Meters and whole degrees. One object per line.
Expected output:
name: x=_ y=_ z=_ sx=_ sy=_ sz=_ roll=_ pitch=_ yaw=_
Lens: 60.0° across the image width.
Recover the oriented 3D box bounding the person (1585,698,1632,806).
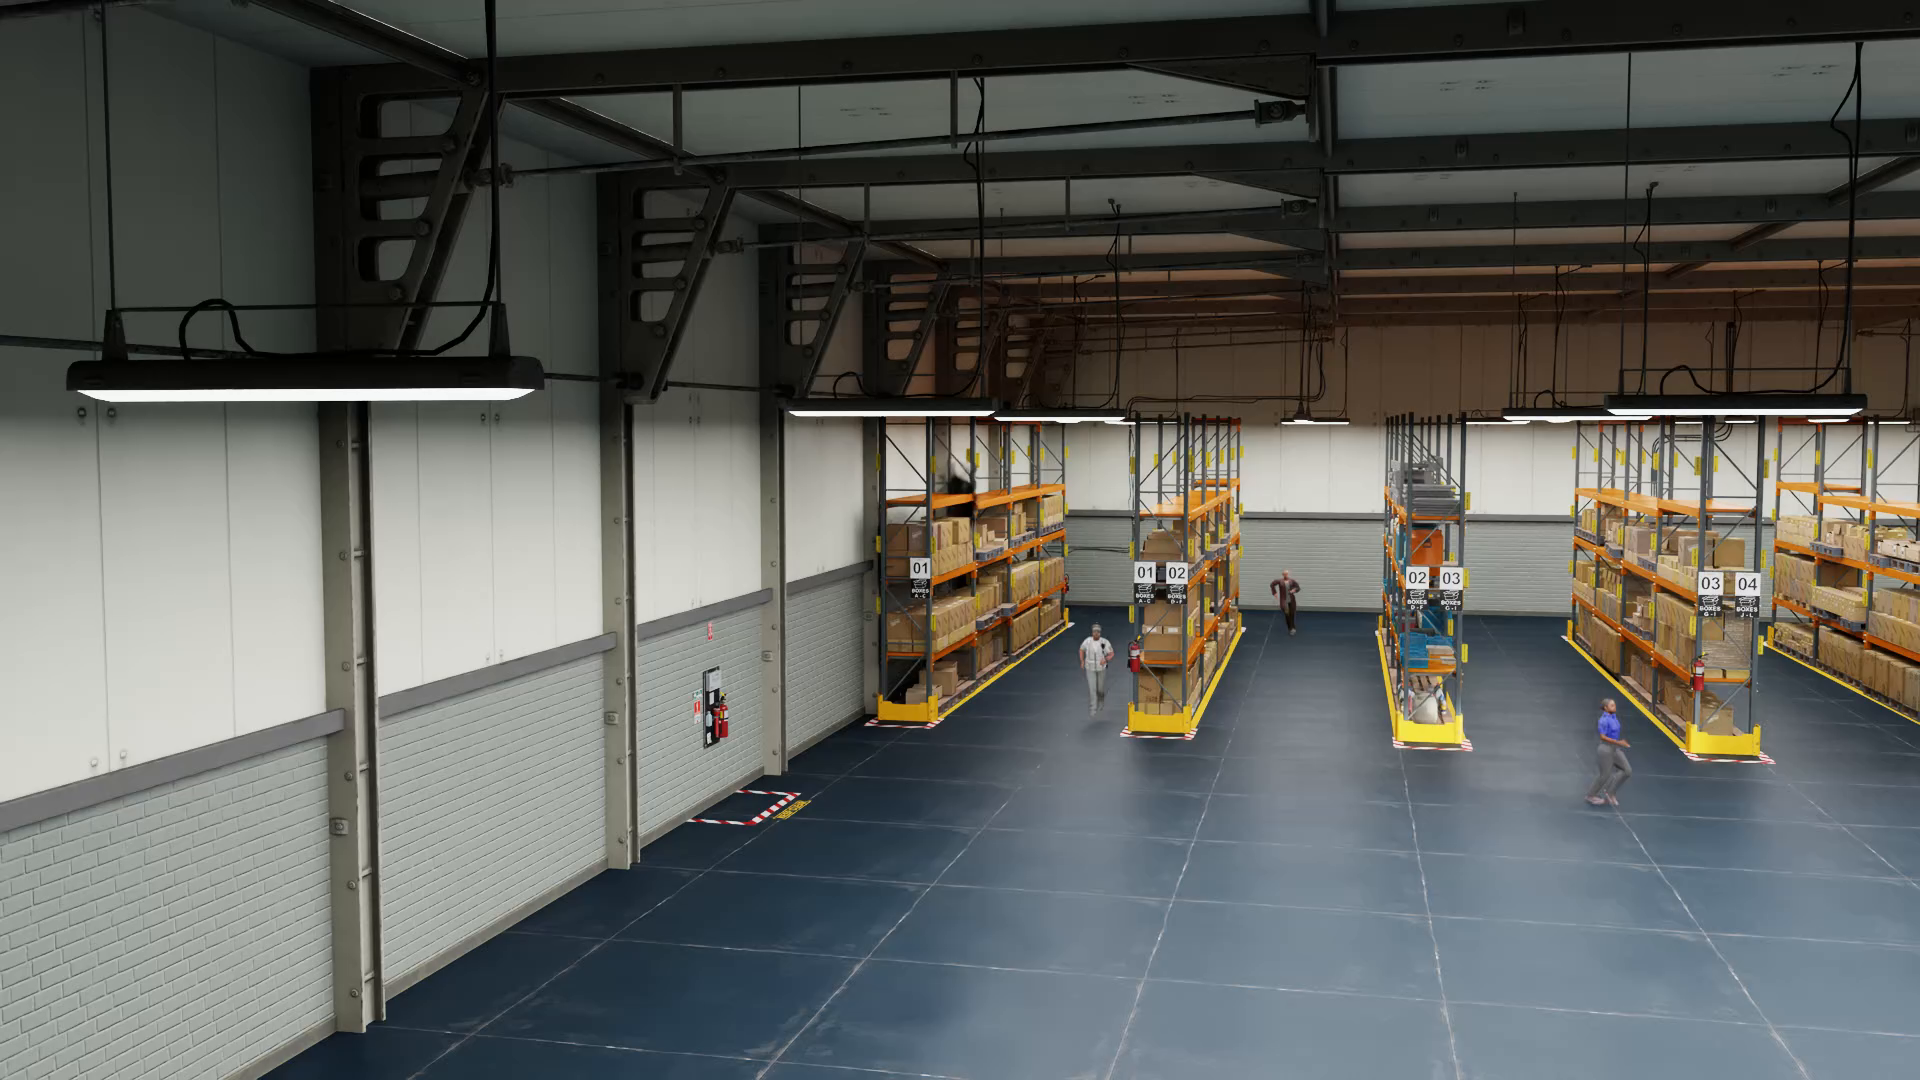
person: x=9.824 y=3.214 z=25.157 sx=0.654 sy=1.641 sz=0.576 roll=4 pitch=5 yaw=45

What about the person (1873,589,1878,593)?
person: x=23.037 y=2.068 z=41.882 sx=0.576 sy=1.654 sz=0.716 roll=1 pitch=4 yaw=10

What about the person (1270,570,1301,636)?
person: x=9.016 y=1.732 z=46.027 sx=0.785 sy=1.825 sz=0.800 roll=0 pitch=4 yaw=-1

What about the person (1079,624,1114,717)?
person: x=2.667 y=2.519 z=32.572 sx=0.684 sy=1.774 sz=0.849 roll=0 pitch=4 yaw=6
